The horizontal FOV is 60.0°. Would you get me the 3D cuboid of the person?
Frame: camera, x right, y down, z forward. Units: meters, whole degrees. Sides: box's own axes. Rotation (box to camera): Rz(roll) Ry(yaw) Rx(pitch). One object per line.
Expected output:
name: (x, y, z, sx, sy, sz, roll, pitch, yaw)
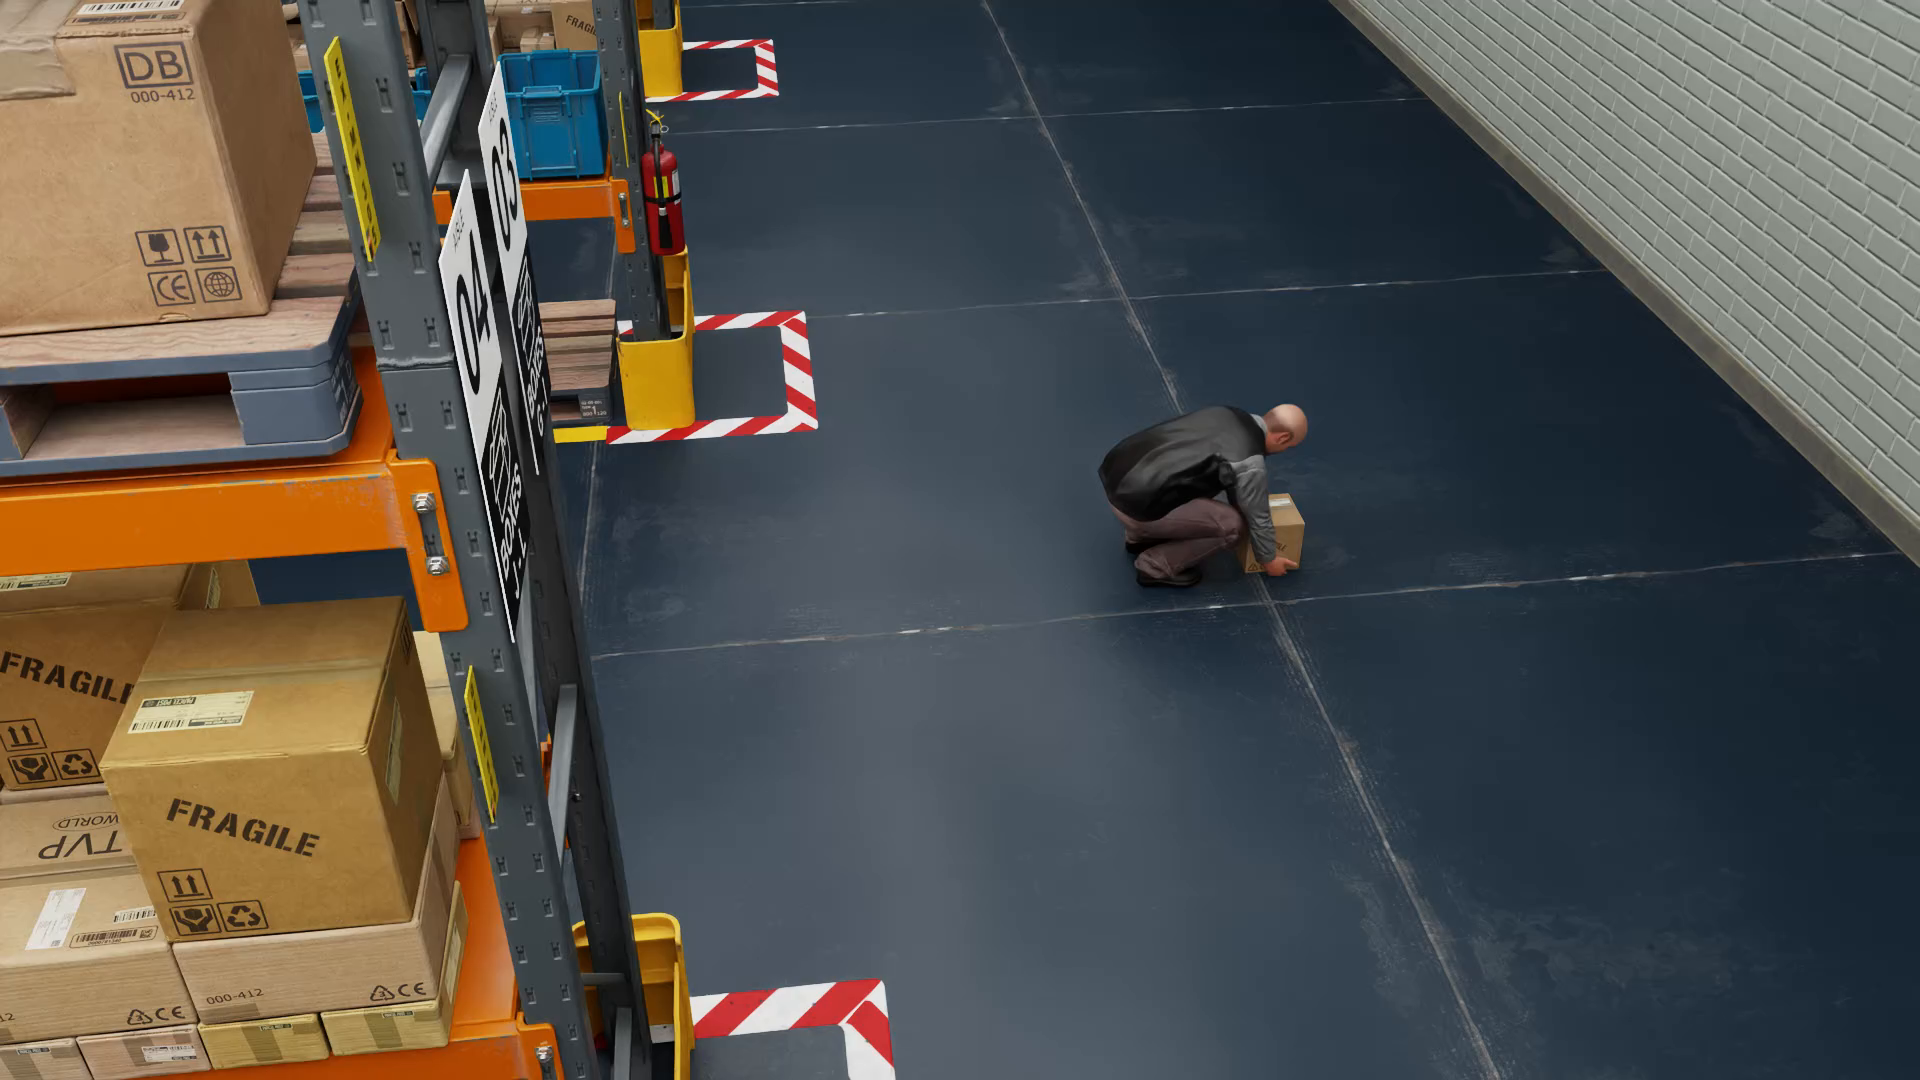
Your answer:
person: (1.071, -0.189, 7.365, 0.917, 0.826, 0.521, -5, 35, -7)
